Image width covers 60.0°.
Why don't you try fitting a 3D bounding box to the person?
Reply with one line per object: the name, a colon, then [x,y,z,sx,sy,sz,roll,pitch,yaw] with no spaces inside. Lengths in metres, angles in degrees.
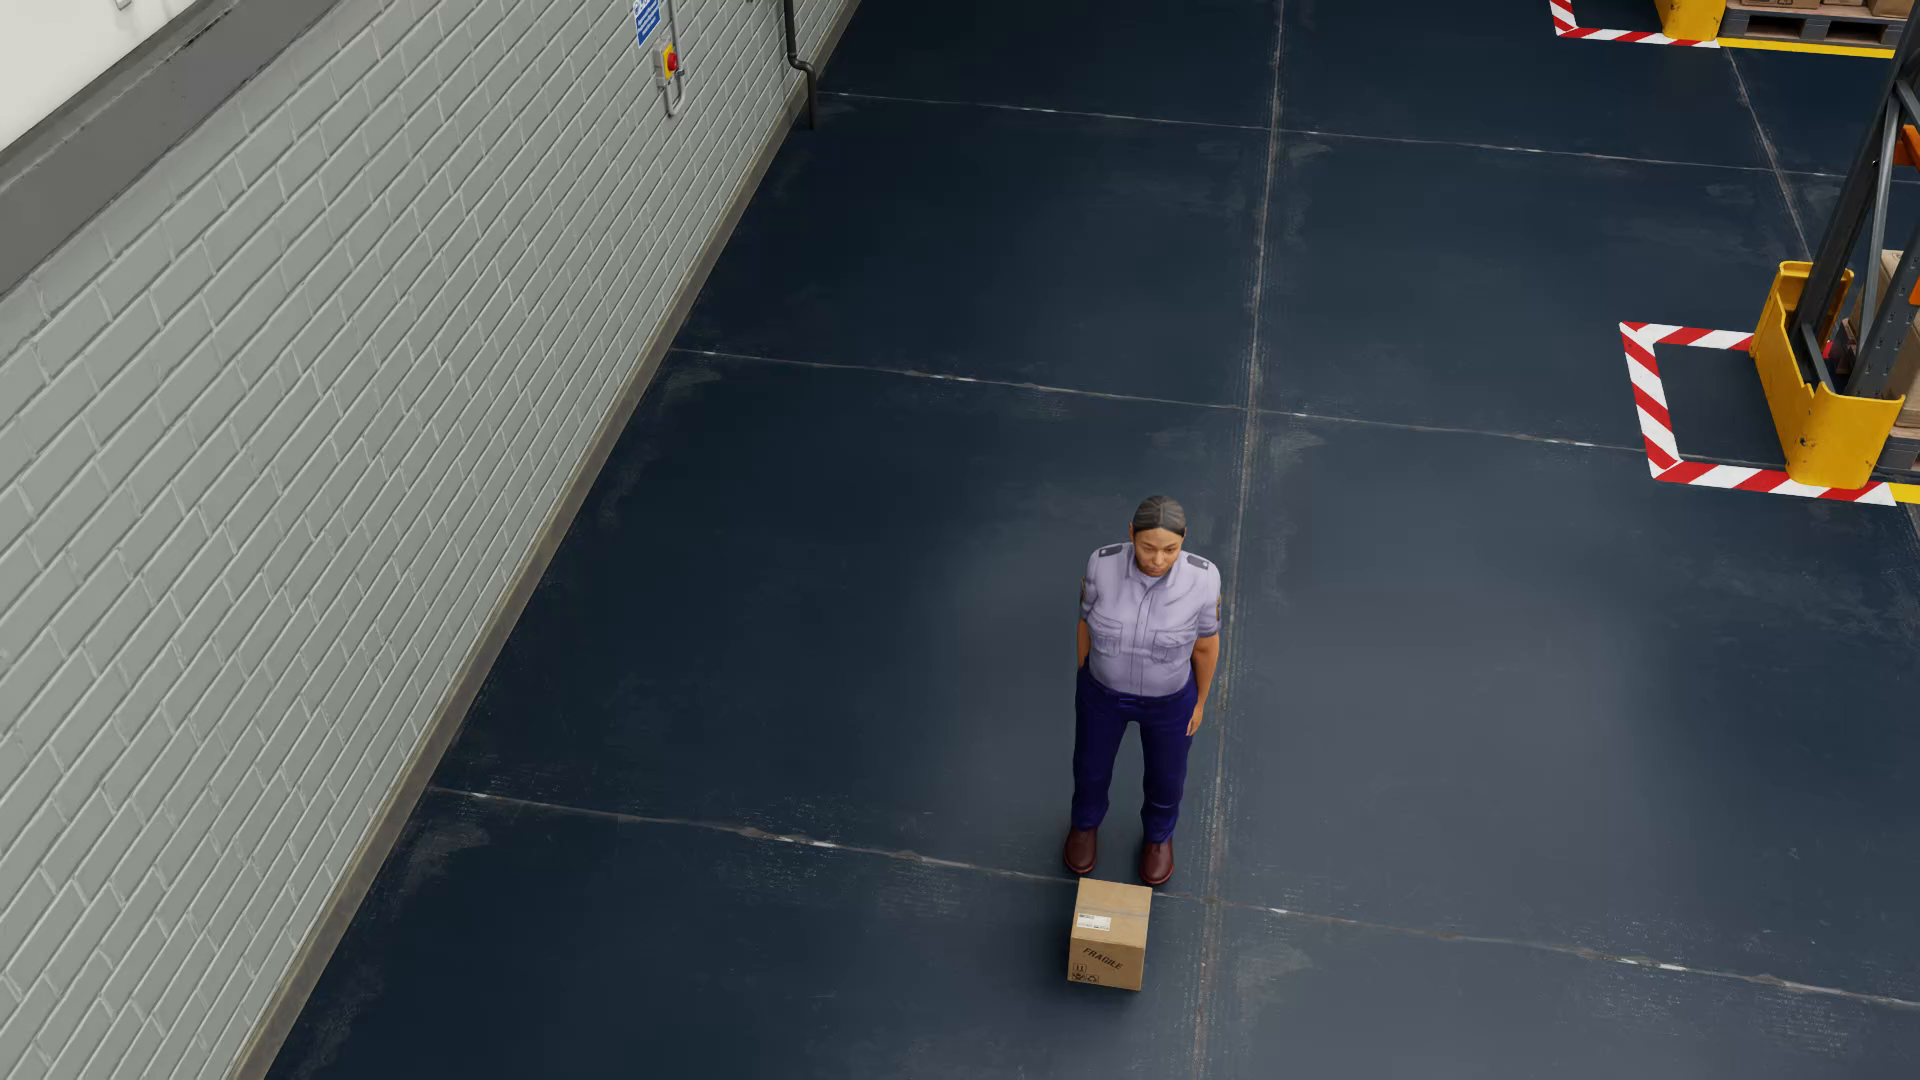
person: [0.609,0.517,5.574,0.467,1.646,0.343,8,41,9]
